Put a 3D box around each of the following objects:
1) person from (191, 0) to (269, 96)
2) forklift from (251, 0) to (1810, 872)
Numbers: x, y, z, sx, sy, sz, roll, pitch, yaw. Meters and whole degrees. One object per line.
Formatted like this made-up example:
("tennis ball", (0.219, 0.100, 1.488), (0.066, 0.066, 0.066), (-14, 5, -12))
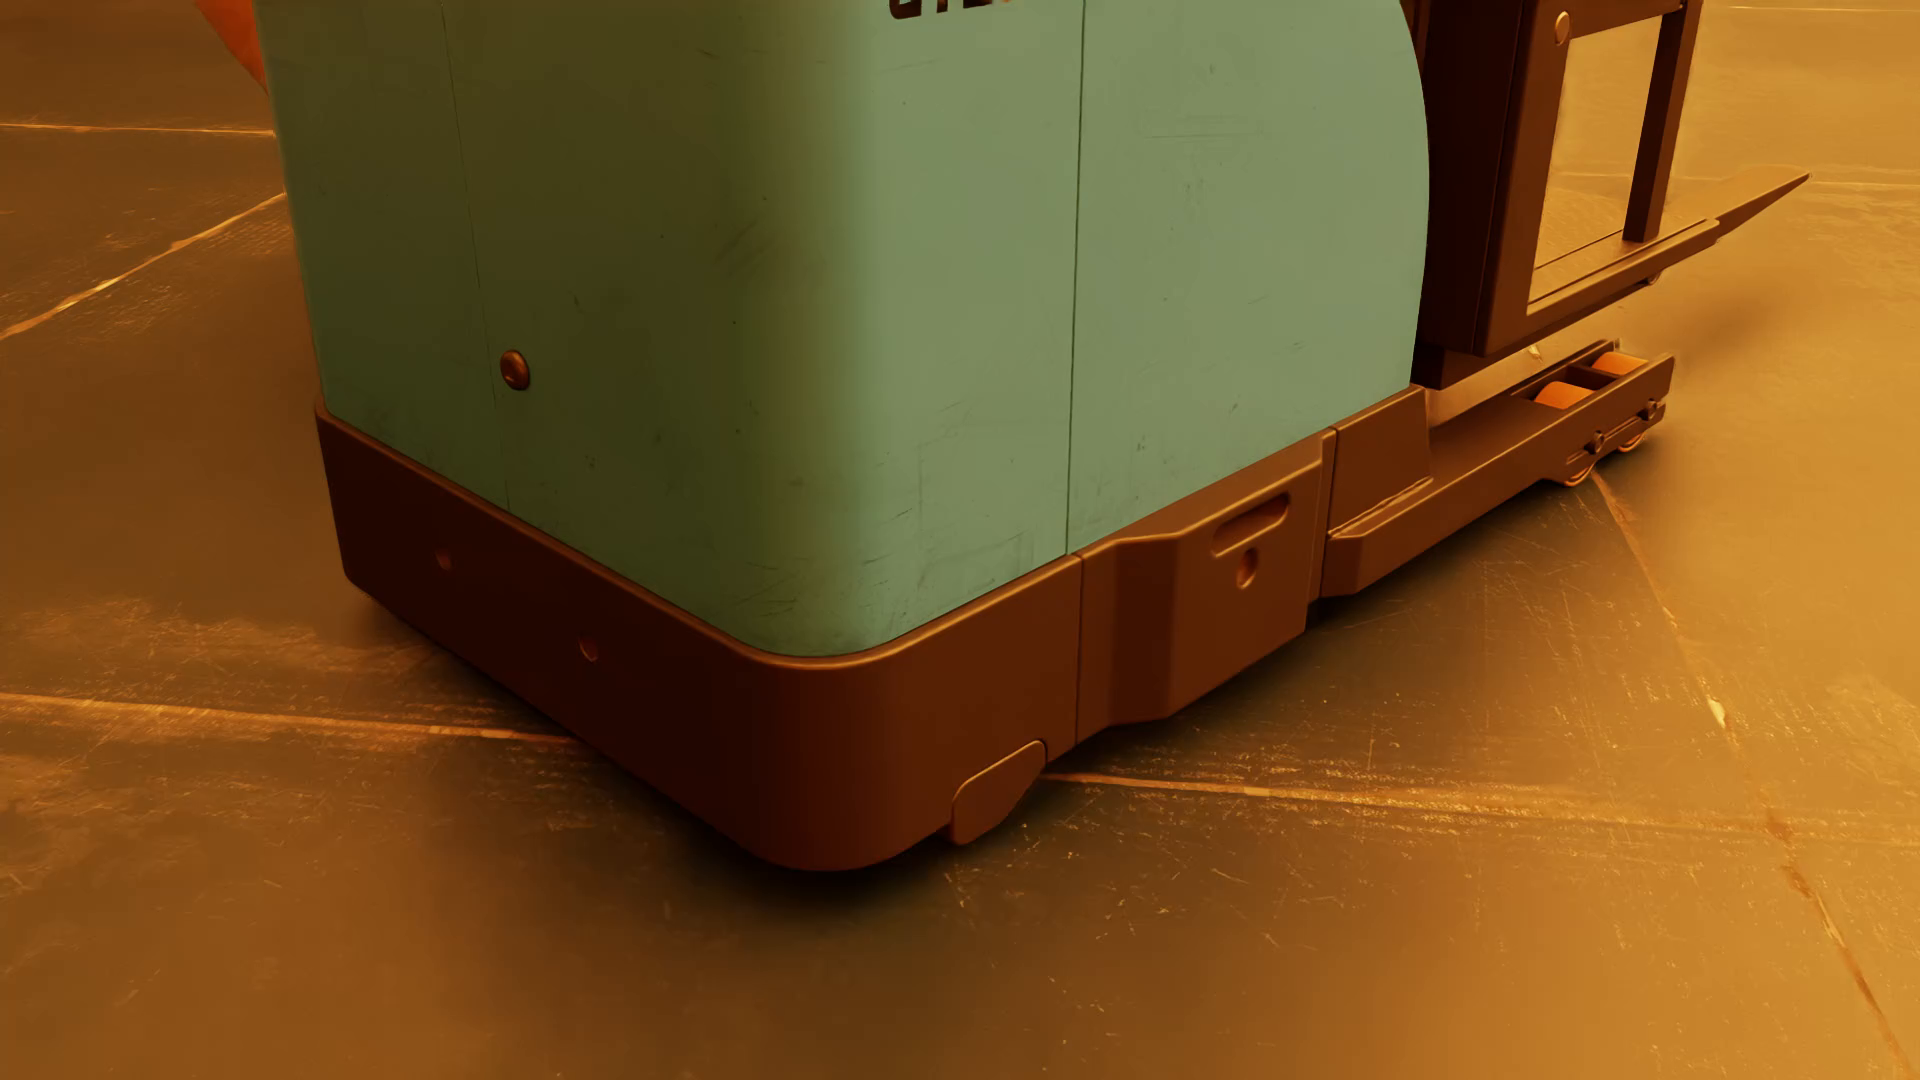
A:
("person", (-1.079, -1.238, 3.354), (0.950, 1.526, 1.099), (2, 27, 3))
("forklift", (0.549, -1.540, 2.304), (1.130, 2.935, 3.031), (24, 35, 39))
